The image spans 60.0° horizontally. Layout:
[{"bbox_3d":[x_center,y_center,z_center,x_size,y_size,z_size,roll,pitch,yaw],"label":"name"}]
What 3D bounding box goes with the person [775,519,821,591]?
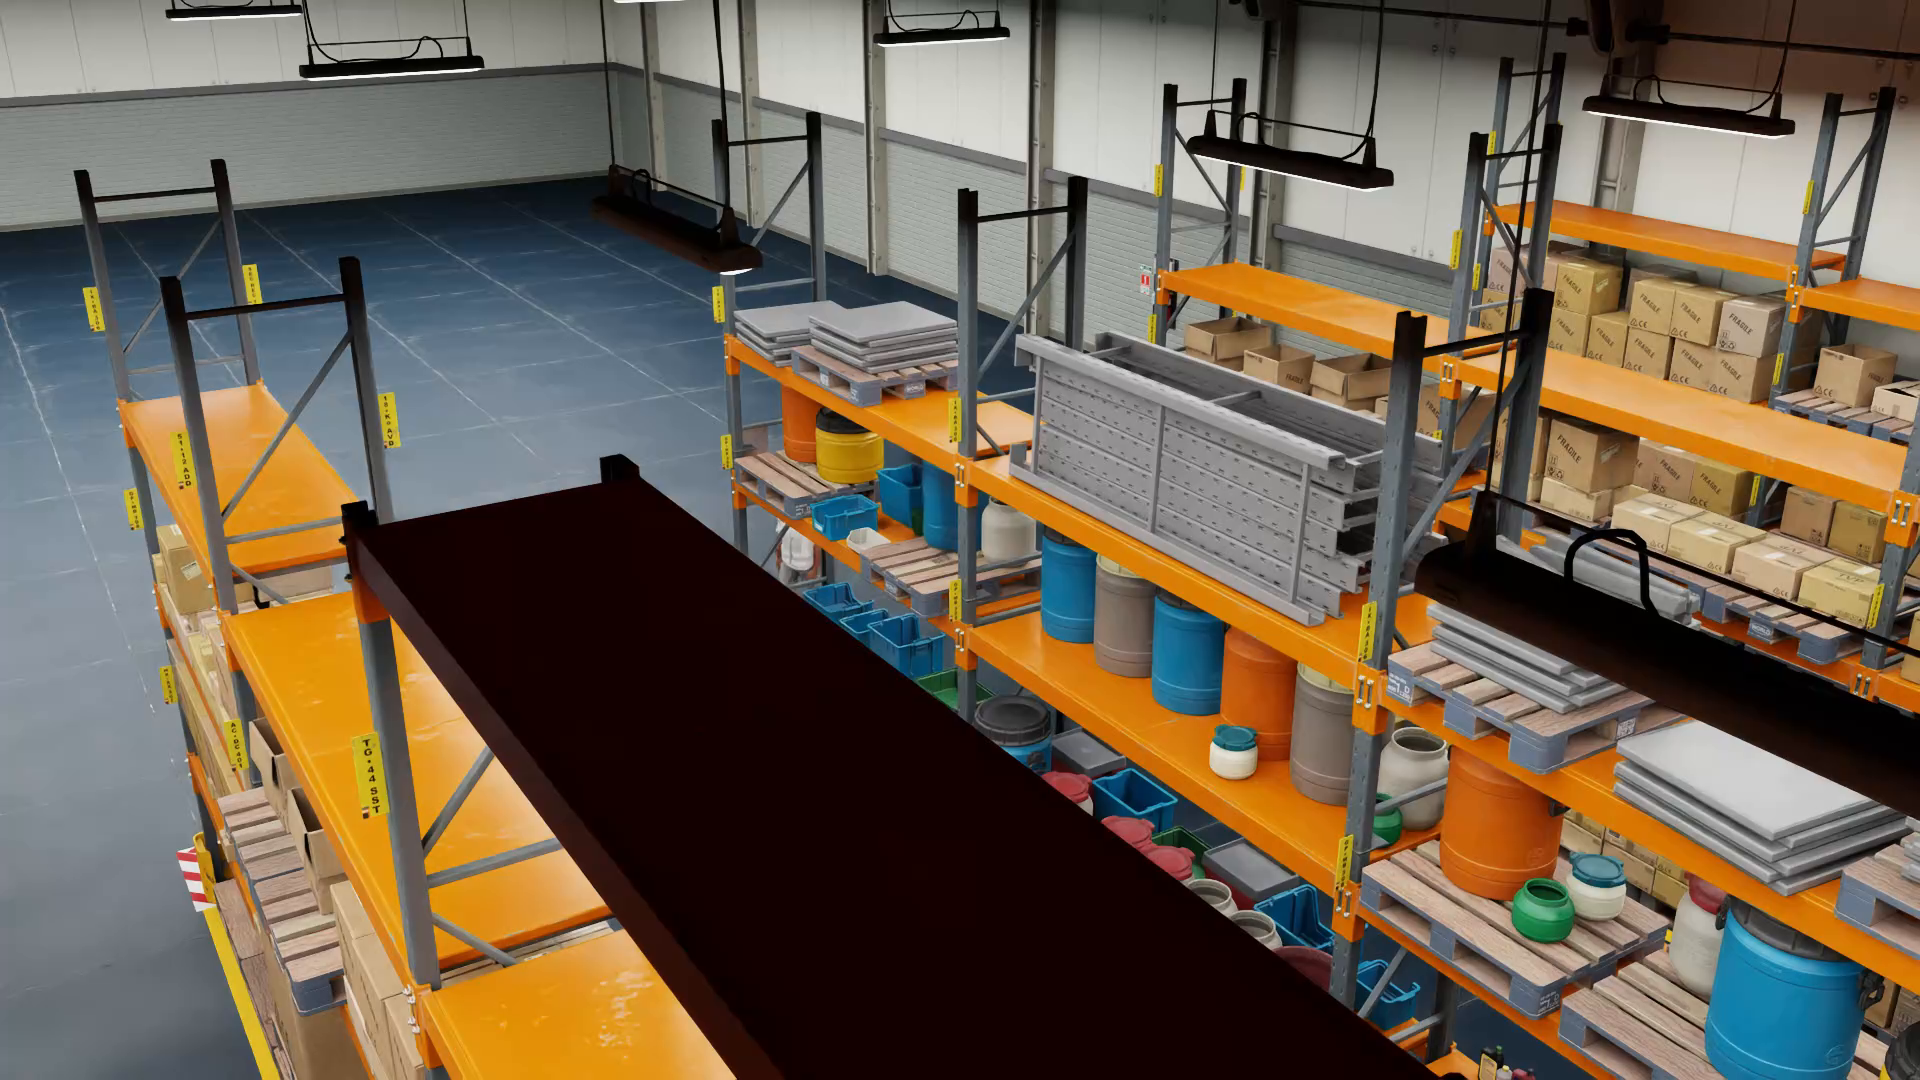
[{"bbox_3d":[-1.817,0.251,18.388,0.611,1.719,0.968,17,27,36],"label":"person"}]
